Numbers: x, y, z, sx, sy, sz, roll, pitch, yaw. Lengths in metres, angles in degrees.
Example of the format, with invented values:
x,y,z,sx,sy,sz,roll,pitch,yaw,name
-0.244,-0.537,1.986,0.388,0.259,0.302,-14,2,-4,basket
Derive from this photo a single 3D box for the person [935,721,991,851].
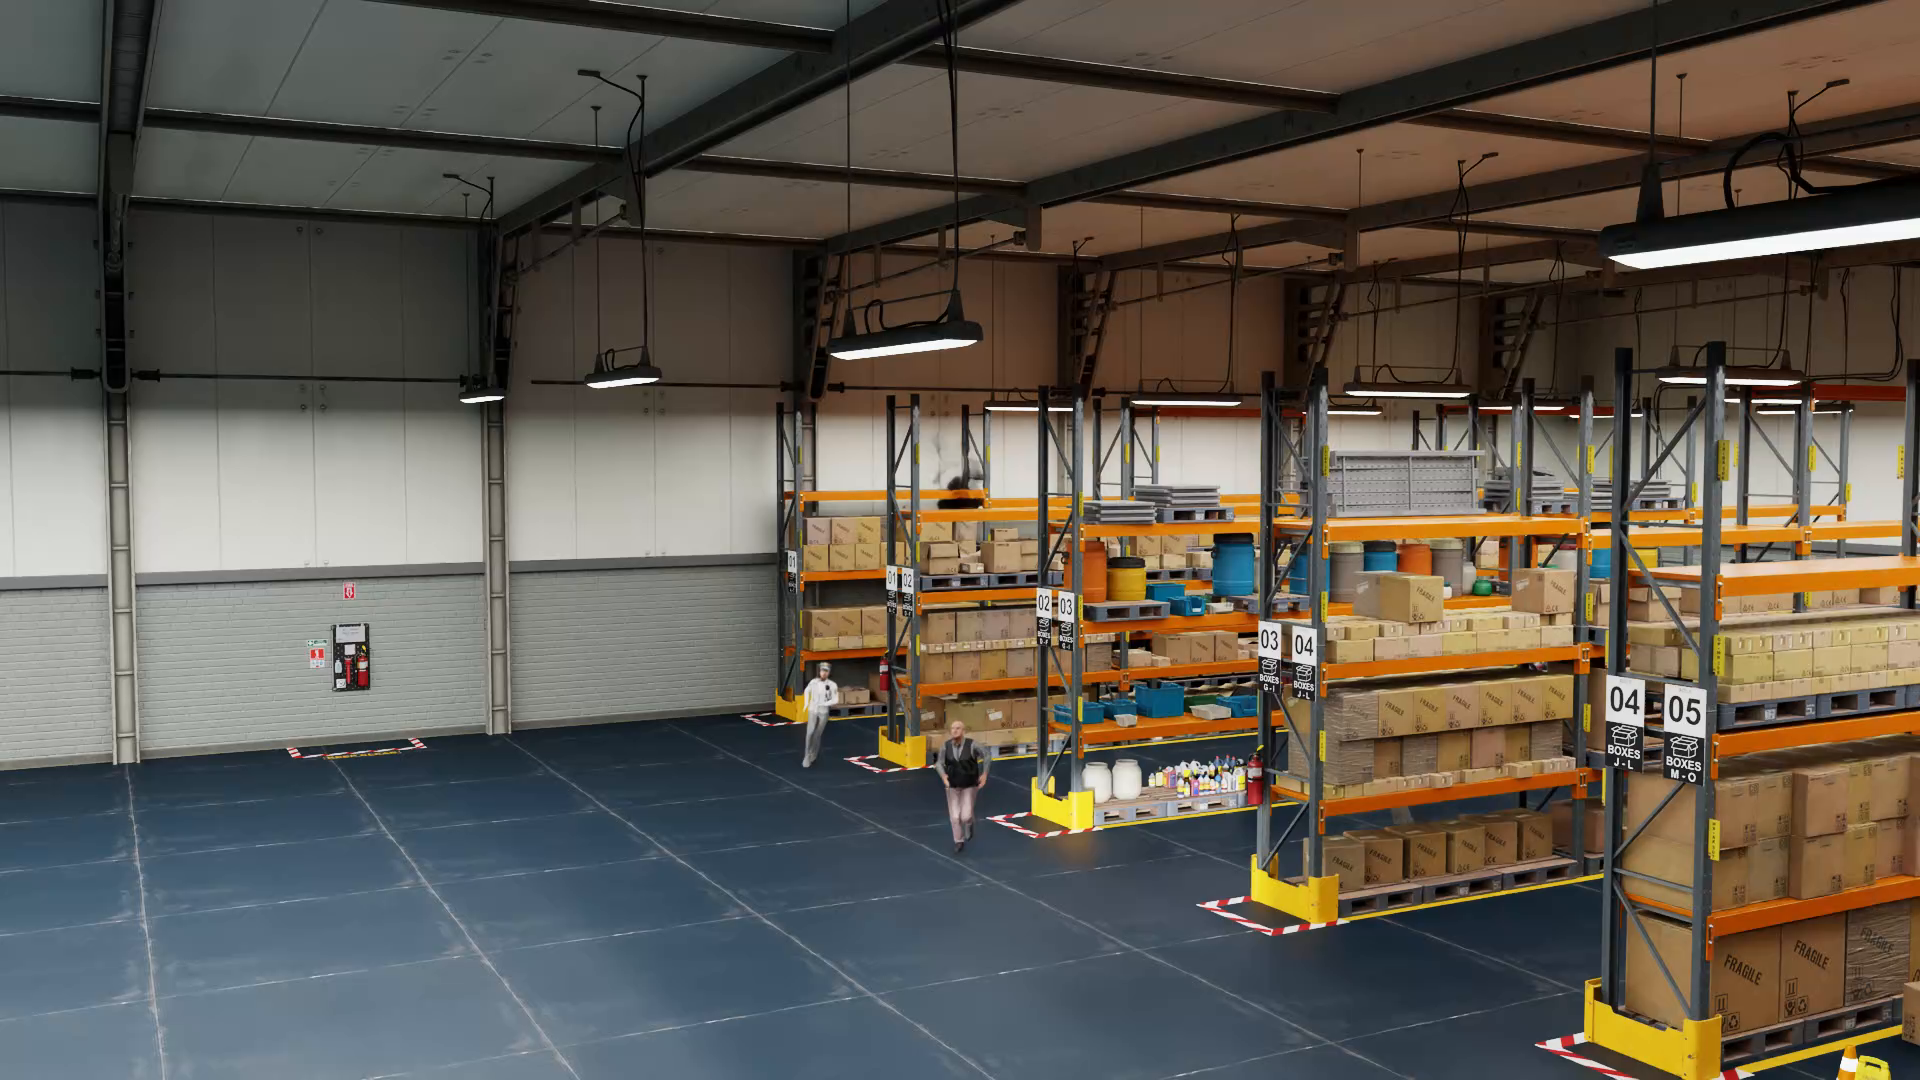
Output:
x,y,z,sx,sy,sz,roll,pitch,yaw,name
0.014,3.137,21.086,0.683,1.683,0.631,1,3,12,person

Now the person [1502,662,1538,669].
x,y,z,sx,sy,sz,roll,pitch,yaw,name
10.251,2.581,30.588,0.902,1.712,0.613,-2,4,-36,person

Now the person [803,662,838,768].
x,y,z,sx,sy,sz,roll,pitch,yaw,name
-2.256,2.804,26.868,0.595,1.660,0.640,0,3,2,person

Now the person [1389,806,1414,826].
x,y,z,sx,sy,sz,roll,pitch,yaw,name
5.752,3.109,21.802,0.716,1.712,0.576,-2,4,-30,person
